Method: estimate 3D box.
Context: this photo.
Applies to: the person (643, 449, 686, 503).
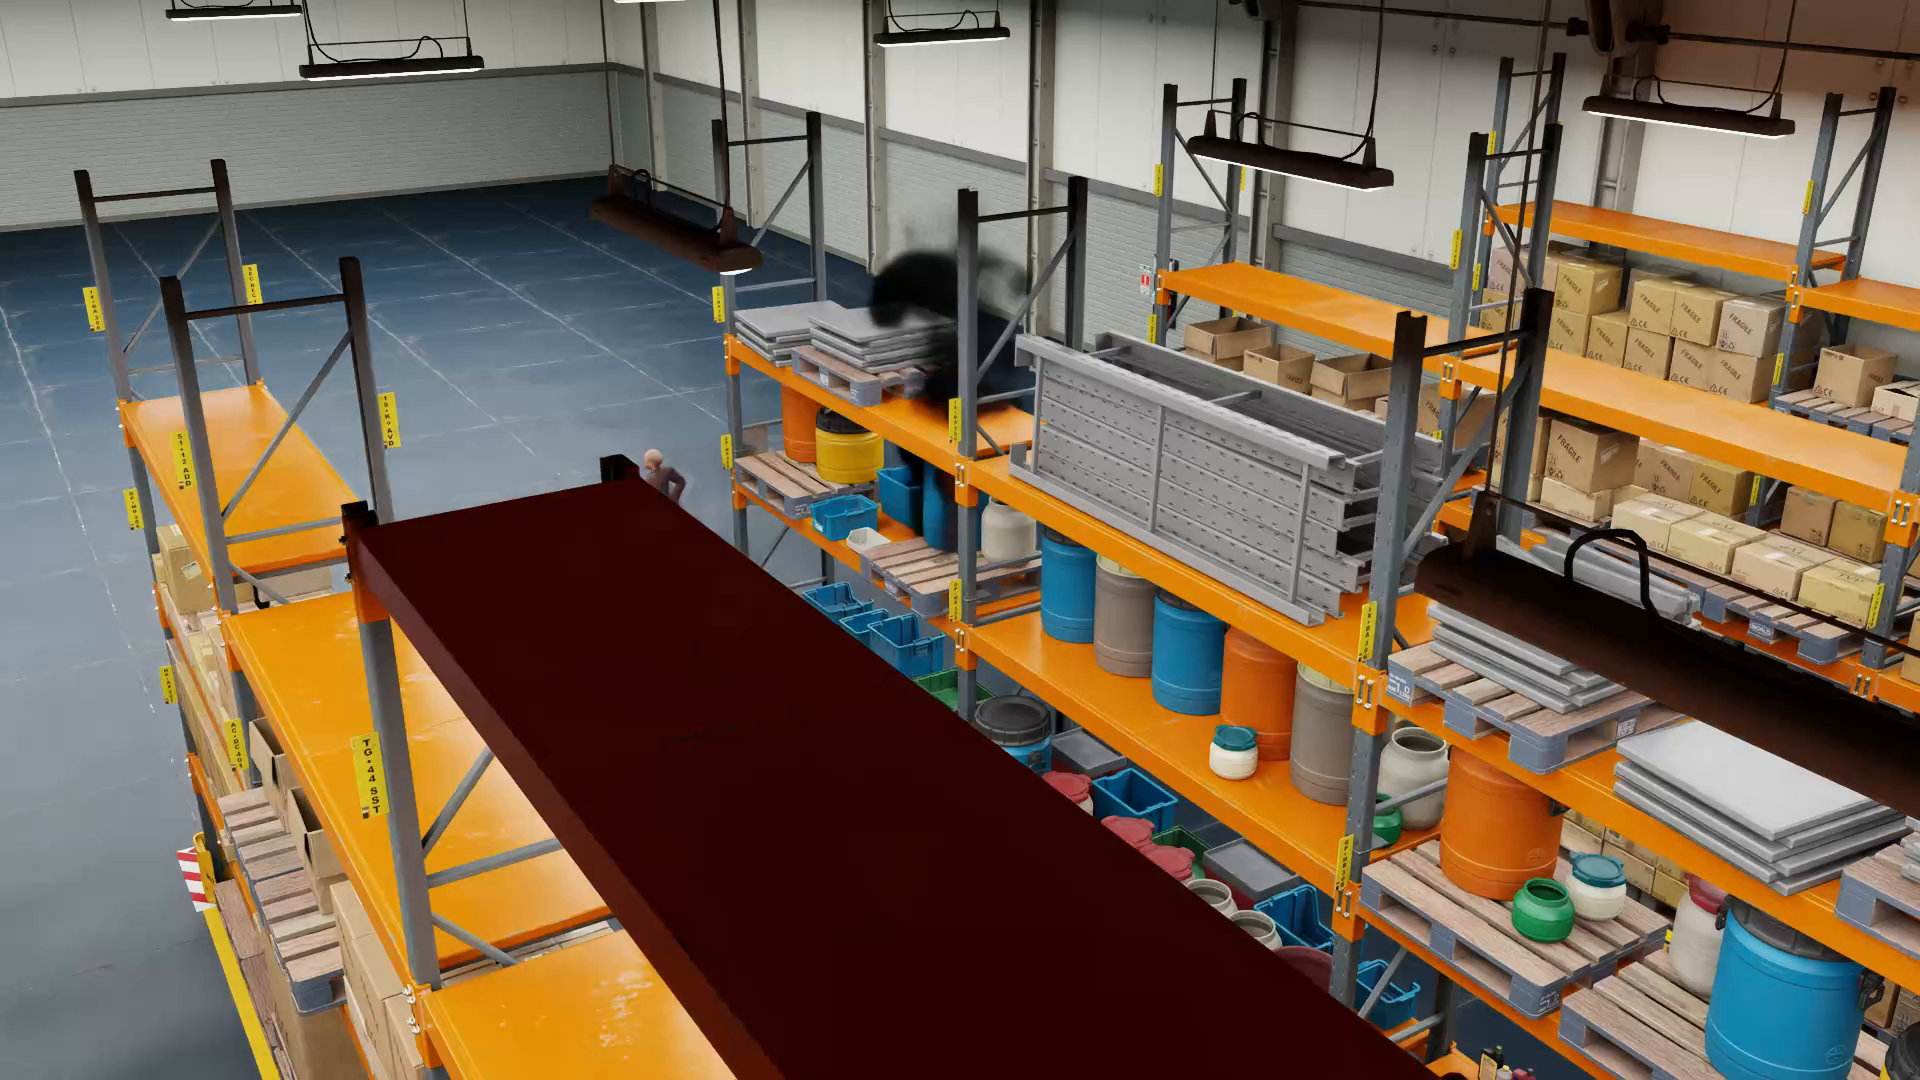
[{"bbox_3d":[-3.500,-0.127,19.497,0.840,1.767,0.665,-1,22,-4],"label":"person"}]
